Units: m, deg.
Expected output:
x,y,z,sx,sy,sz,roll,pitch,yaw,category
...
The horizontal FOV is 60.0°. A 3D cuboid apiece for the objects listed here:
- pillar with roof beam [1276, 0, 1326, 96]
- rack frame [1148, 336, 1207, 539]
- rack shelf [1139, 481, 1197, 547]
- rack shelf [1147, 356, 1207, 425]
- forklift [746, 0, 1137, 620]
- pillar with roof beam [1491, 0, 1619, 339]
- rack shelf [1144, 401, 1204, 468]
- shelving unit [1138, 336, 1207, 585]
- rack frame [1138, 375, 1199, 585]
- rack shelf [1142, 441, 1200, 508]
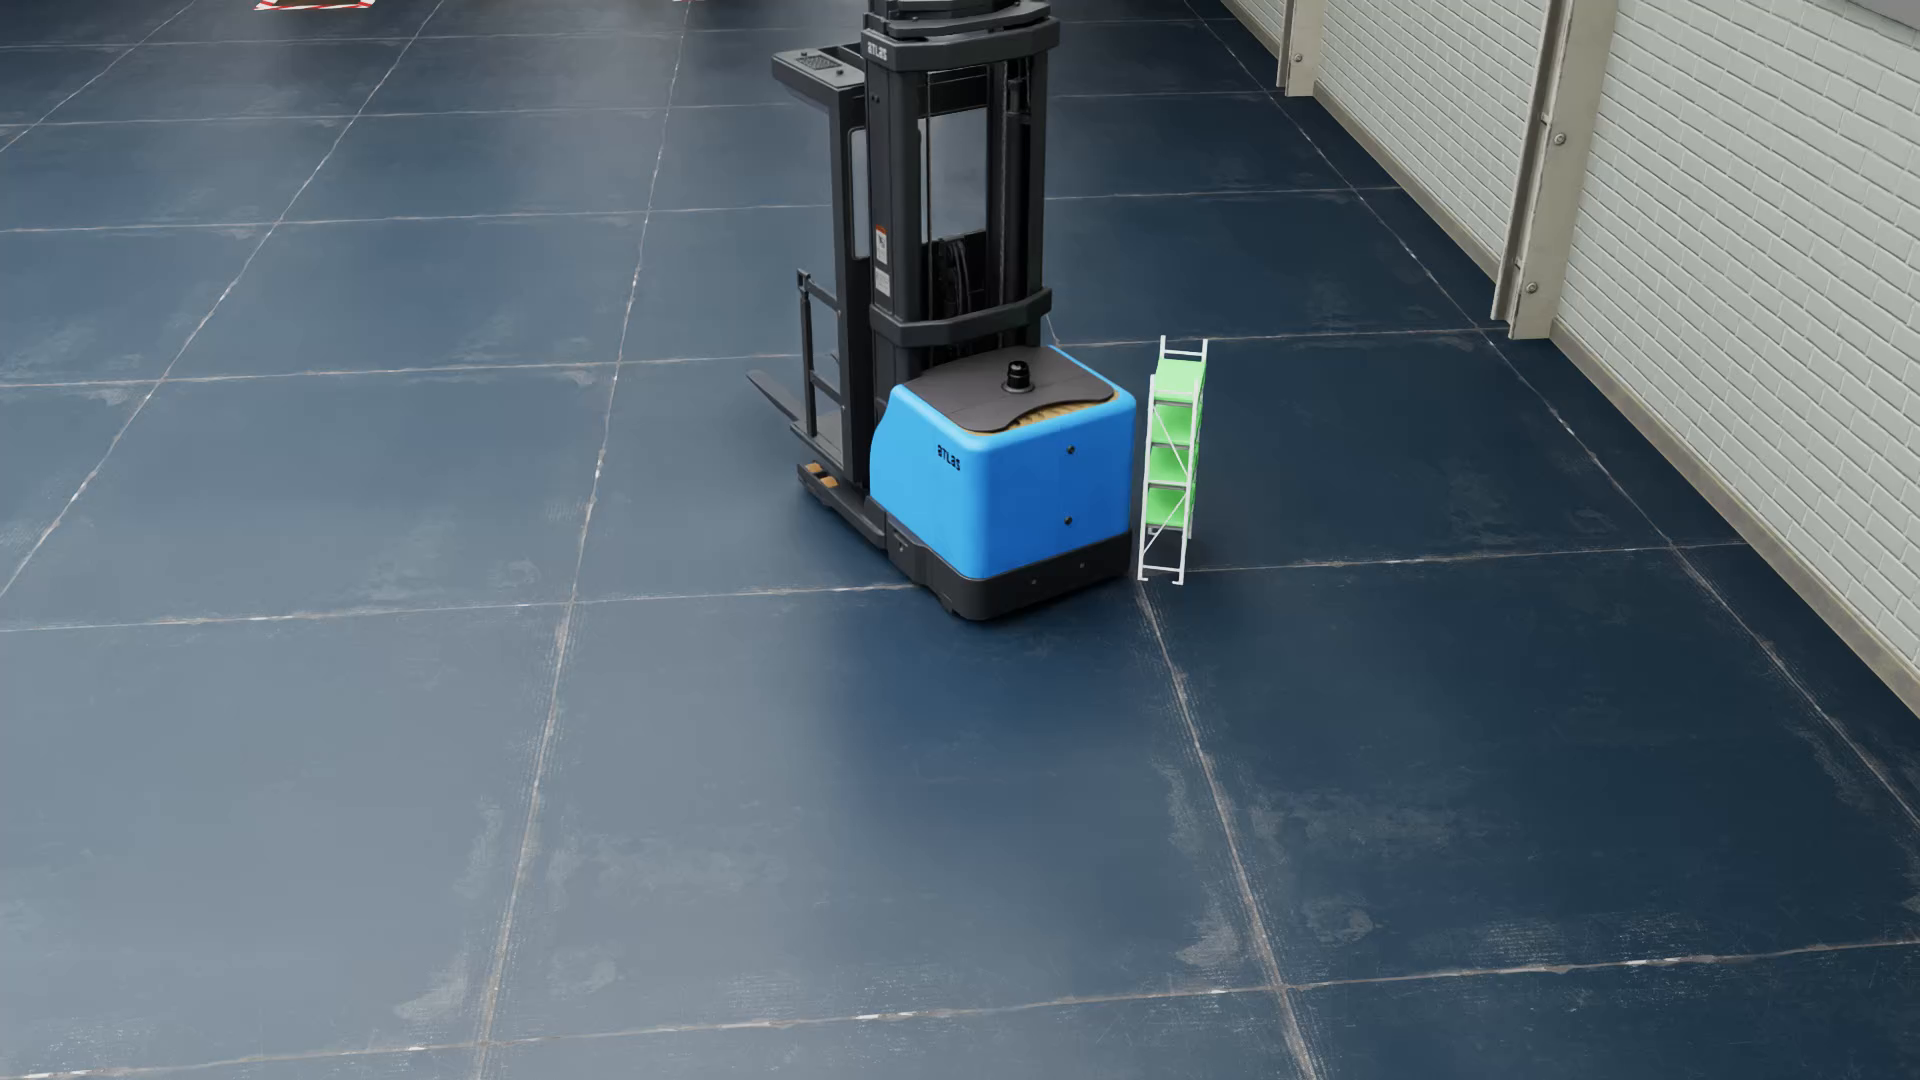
x,y,z,sx,sy,sz,roll,pitch,yaw,category
-0.872,-8.227,14.249,9.100,9.000,0.400,-3,31,-5,pillar with roof beam
1.170,-0.537,8.980,0.240,1.200,0.015,6,31,10,rack frame
1.120,-0.154,8.931,0.258,0.148,0.480,6,31,10,rack shelf
1.120,-0.772,8.561,0.258,0.148,0.480,6,31,10,rack shelf
-0.290,-1.570,9.019,1.130,2.935,3.031,-18,35,-27,forklift
-0.311,-5.164,9.120,9.100,9.000,0.400,-3,31,-5,pillar with roof beam
1.120,-0.566,8.685,0.258,0.148,0.480,6,31,10,rack shelf
1.120,-0.415,8.775,0.258,1.200,0.503,6,31,10,shelving unit
1.069,-0.293,8.570,0.240,1.200,0.015,6,31,10,rack frame
1.120,-0.360,8.808,0.258,0.148,0.480,6,31,10,rack shelf
